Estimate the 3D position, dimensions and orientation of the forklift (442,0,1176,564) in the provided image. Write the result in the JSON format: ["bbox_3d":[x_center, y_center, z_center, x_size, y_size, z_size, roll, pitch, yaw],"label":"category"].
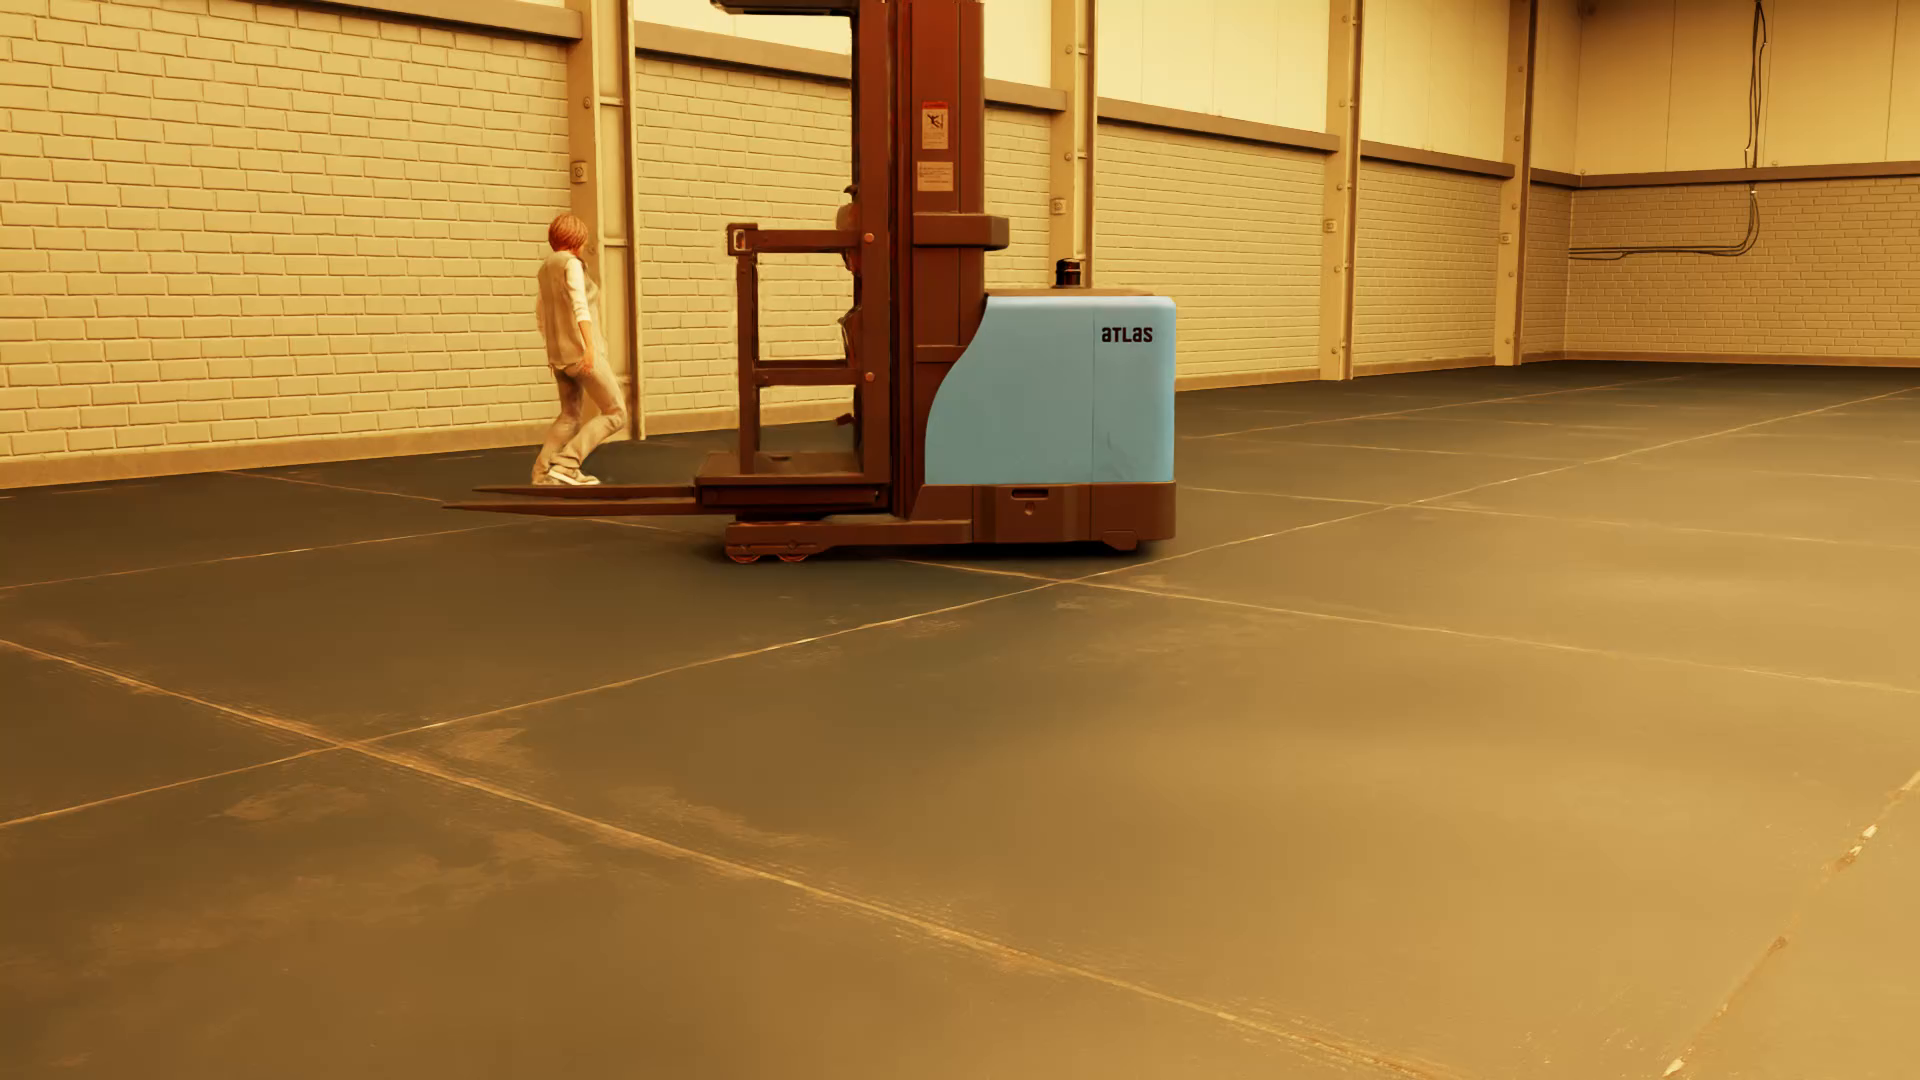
[{"bbox_3d":[-0.643,-1.434,7.084,3.031,2.935,1.130,-1,8,-5],"label":"forklift"}]

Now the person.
[{"bbox_3d":[-2.084,-0.986,8.954,0.450,1.512,0.754,-6,10,-35],"label":"person"}]
